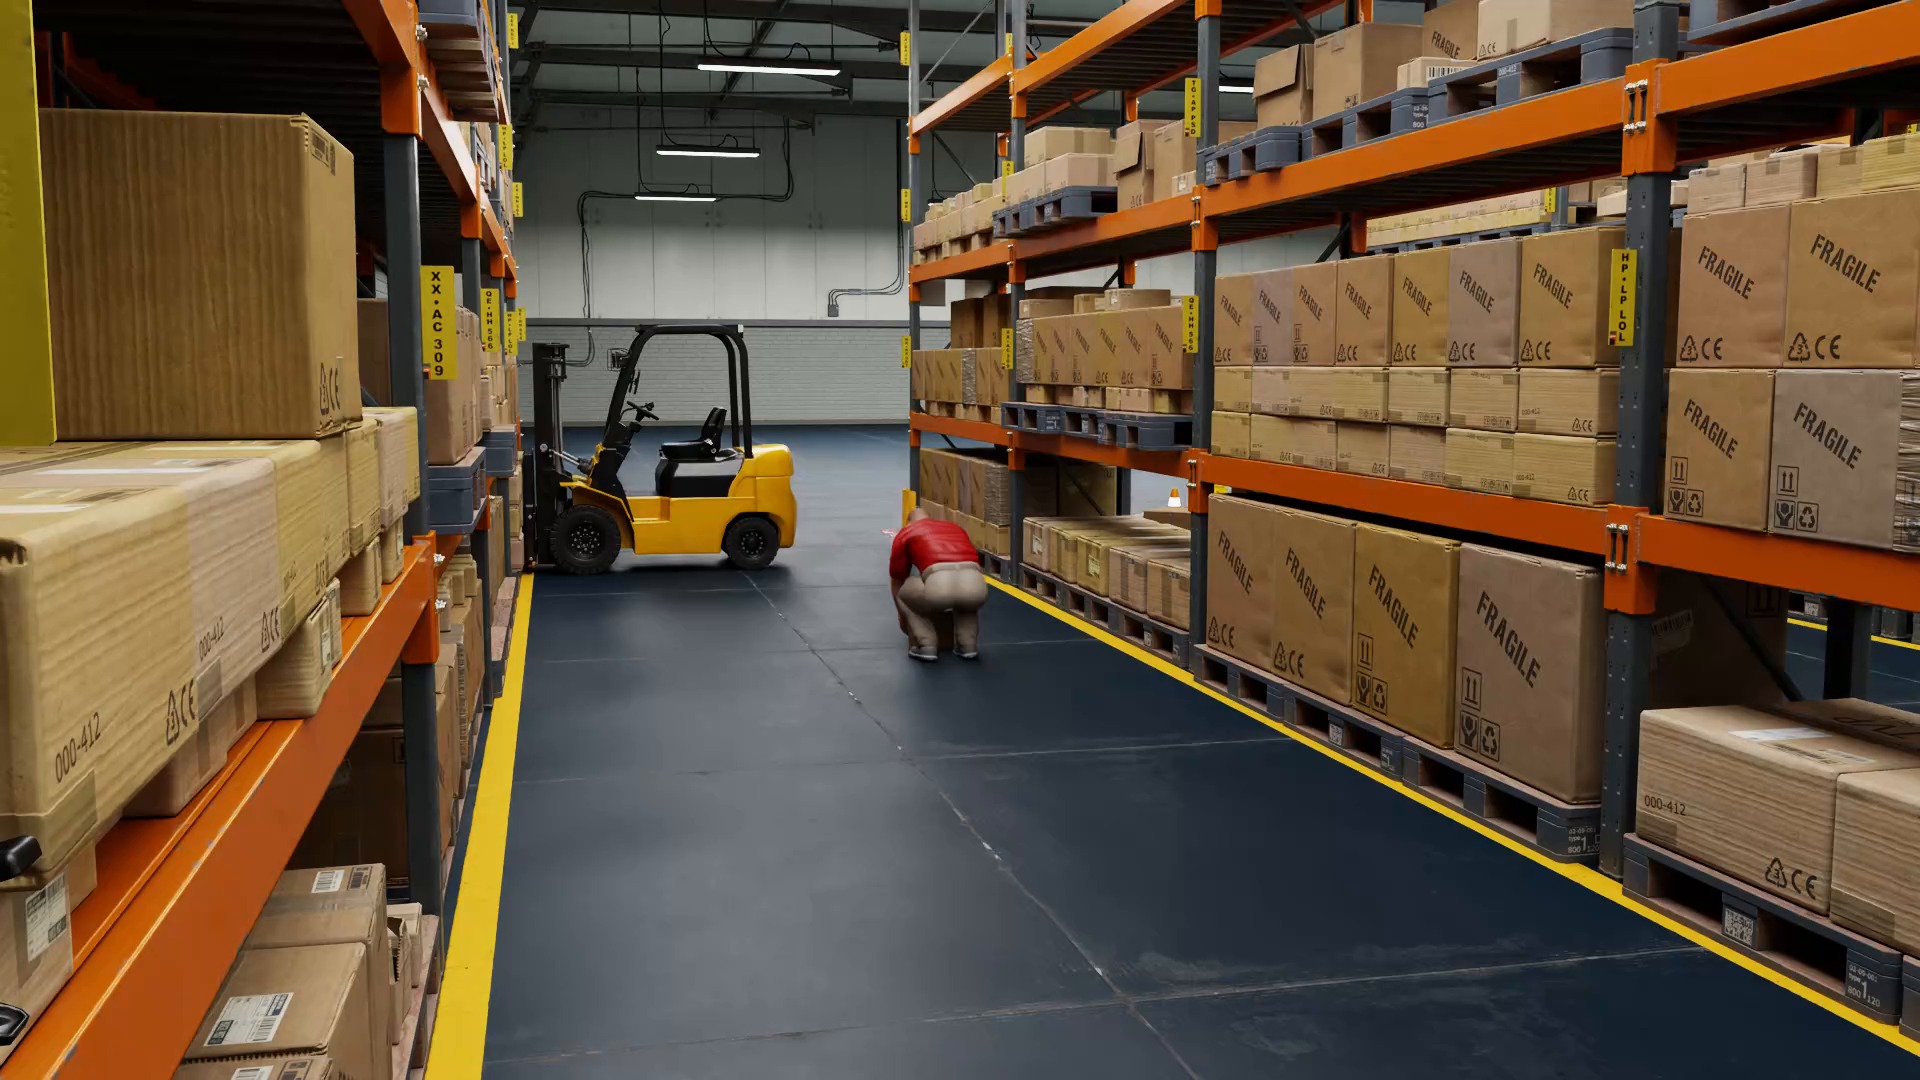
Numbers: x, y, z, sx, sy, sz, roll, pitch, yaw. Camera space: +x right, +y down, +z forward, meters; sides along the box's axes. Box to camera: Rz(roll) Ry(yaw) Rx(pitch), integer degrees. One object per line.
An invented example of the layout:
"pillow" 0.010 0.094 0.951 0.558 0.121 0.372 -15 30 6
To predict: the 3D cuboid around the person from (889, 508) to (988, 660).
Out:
"person" -0.136 0.275 10.392 0.556 0.901 0.860 -1 6 -14
